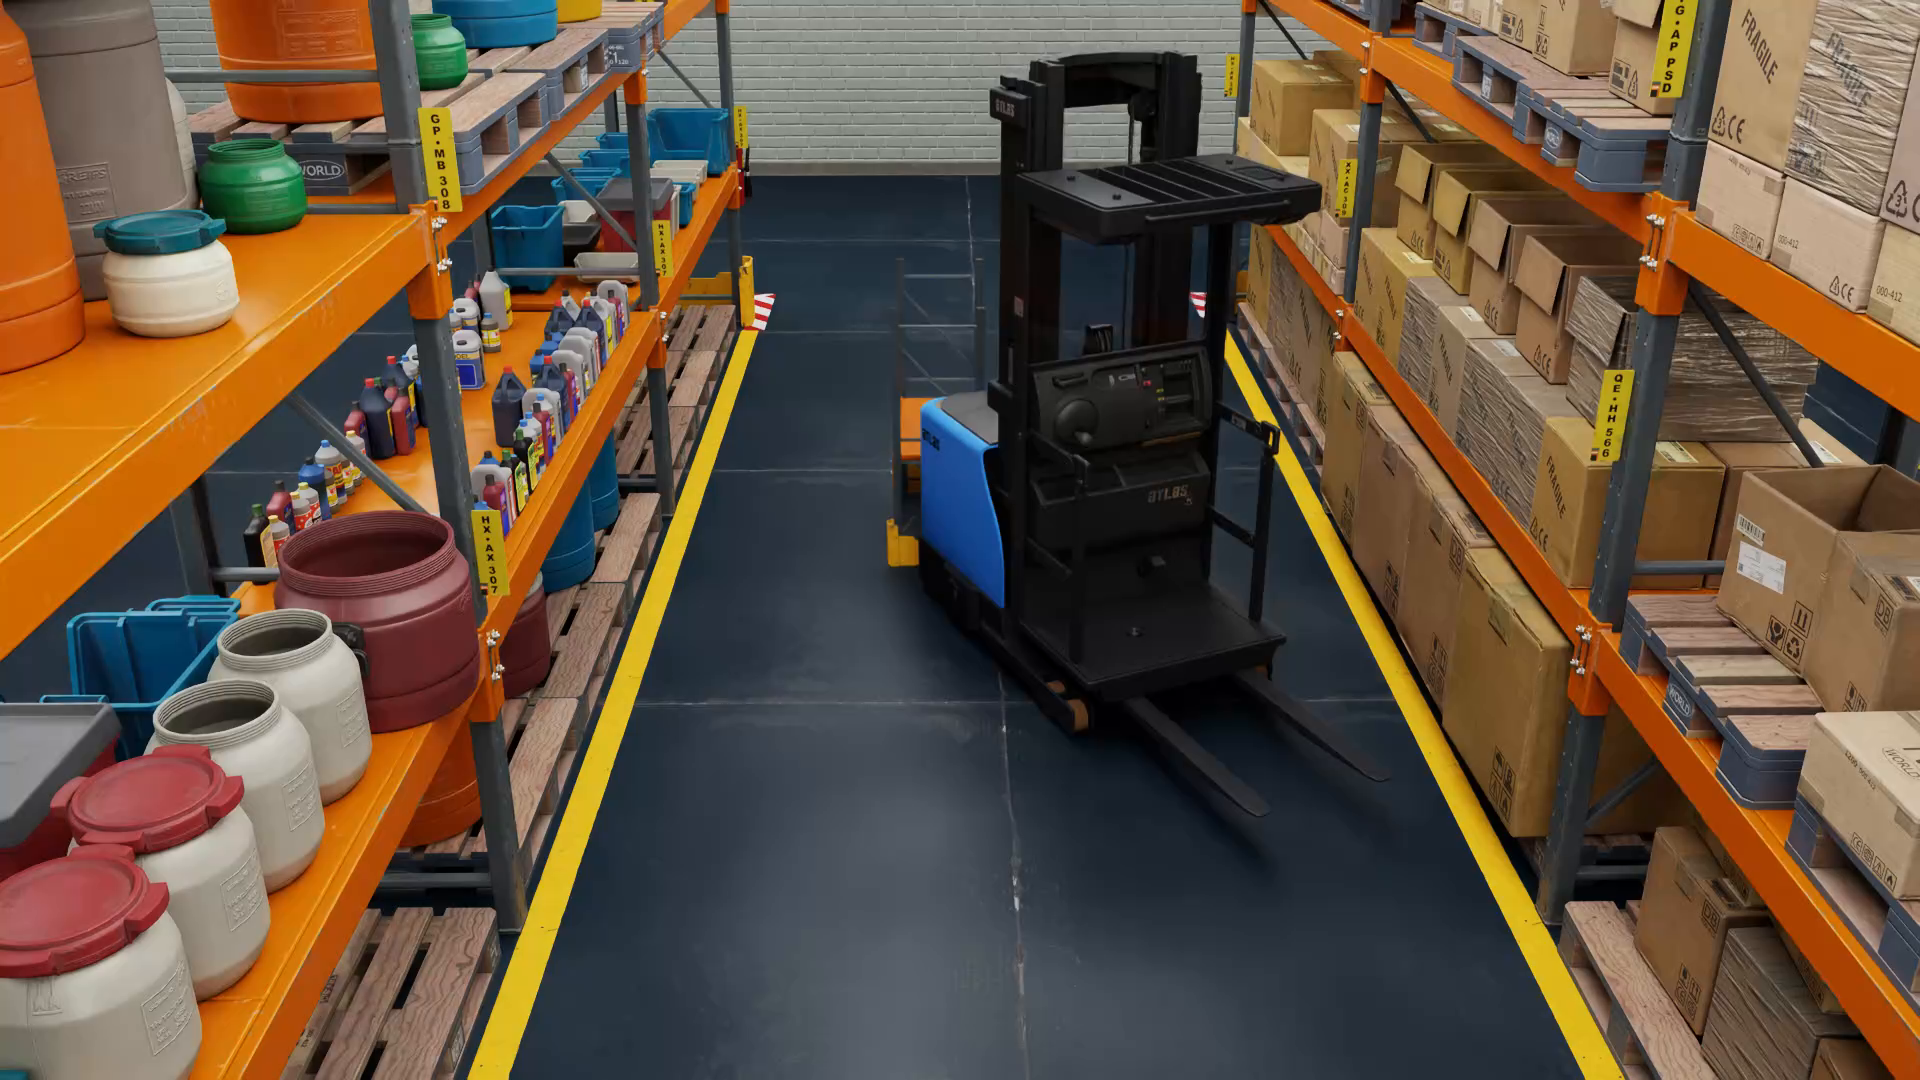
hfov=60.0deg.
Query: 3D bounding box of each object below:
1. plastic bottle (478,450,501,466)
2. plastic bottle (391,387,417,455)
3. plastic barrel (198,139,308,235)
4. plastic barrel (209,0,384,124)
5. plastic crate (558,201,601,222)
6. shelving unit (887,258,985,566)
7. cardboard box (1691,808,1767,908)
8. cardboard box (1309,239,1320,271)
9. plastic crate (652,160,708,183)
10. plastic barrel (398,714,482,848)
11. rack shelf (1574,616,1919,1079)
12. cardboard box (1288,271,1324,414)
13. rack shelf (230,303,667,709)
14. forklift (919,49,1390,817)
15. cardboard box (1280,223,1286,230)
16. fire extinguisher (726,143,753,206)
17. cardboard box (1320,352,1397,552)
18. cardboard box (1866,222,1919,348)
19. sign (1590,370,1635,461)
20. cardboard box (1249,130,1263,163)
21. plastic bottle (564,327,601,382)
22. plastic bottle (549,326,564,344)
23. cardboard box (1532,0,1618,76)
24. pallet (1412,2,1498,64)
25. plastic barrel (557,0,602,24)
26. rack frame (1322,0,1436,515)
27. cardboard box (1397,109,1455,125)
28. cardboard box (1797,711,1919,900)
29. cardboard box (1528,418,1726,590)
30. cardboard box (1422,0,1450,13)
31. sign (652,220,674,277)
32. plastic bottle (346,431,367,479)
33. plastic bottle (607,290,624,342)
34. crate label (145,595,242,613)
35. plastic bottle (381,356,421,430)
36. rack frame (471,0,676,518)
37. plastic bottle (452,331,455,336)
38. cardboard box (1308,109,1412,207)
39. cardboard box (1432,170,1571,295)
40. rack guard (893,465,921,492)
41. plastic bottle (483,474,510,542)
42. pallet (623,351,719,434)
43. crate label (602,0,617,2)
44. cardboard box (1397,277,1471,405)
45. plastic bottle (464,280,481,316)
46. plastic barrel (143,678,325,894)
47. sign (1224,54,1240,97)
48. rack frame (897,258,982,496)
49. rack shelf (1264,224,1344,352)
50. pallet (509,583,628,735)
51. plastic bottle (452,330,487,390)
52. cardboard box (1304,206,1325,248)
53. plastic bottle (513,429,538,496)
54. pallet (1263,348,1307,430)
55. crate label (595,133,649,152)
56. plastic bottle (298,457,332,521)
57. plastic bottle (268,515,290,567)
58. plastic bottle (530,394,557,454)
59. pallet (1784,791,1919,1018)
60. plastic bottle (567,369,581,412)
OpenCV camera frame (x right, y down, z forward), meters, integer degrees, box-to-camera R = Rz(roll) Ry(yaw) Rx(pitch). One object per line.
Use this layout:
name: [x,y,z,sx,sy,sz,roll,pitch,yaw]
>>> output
plastic bottle: [-1.911,-0.233,6.781,0.097,0.271,0.097,0,24,0]
plastic bottle: [-2.491,-0.533,7.430,0.061,0.283,0.133,0,24,-1]
plastic barrel: [-2.135,-1.068,5.020,0.294,0.245,0.294,0,24,0]
plastic barrel: [-2.192,-1.861,5.554,0.600,0.830,0.708,0,24,-1]
plastic crate: [-2.552,-2.145,11.100,0.293,0.136,0.466,0,24,-1]
shelving unit: [-0.119,-0.761,9.613,0.587,1.500,1.083,0,24,0]
cardboard box: [2.801,0.977,5.539,0.500,0.250,0.500,1,24,2]
cardboard box: [2.383,-1.766,10.319,0.380,0.149,0.250,-1,24,-1]
plastic crate: [-2.087,-2.742,12.420,0.396,0.136,0.243,0,24,-1]
plastic barrel: [-2.212,0.722,6.637,0.600,0.830,0.708,0,24,-1]
rack shelf: [2.785,1.256,4.206,1.077,0.370,4.000,0,24,-1]
cardboard box: [2.783,-1.410,11.297,0.875,0.875,0.875,0,24,-1]
rack shelf: [-2.211,-0.370,7.801,1.077,0.370,4.000,0,24,-1]
forklift: [0.862,-0.635,7.597,1.130,2.935,3.031,-11,27,-23]
cardboard box: [2.373,-2.188,11.253,0.380,0.149,0.250,0,24,0]
fire extinguisher: [-1.824,-3.029,13.354,0.296,0.674,0.183,0,24,-1]
cardboard box: [2.747,-0.504,9.292,1.225,0.875,0.875,0,24,0]
cardboard box: [2.534,-0.576,3.926,0.500,0.250,0.500,0,24,1]
sign: [2.208,-0.419,5.632,0.100,0.325,0.005,0,24,-1]
cardboard box: [2.424,-2.846,12.224,0.500,0.250,0.500,-1,24,-1]
plastic bottle: [-1.896,-0.946,8.352,0.152,0.276,0.135,0,24,-1]
plastic bottle: [-2.020,-0.936,8.335,0.097,0.271,0.097,0,24,0]
cardboard box: [2.587,-2.106,6.495,0.500,0.500,0.500,1,24,2]
pallet: [2.779,-2.446,8.110,0.805,0.209,1.217,-1,24,-3]
plastic barrel: [-2.020,-2.790,7.902,0.600,0.588,0.600,0,24,0]
rack frame: [2.720,-1.544,9.524,1.000,3.000,0.127,0,24,-1]
cardboard box: [2.973,-2.354,10.227,0.500,0.500,0.500,0,24,-1]
cardboard box: [2.552,0.673,4.295,0.500,0.250,0.500,-1,24,-2]
cardboard box: [2.510,-0.144,6.306,0.500,0.500,0.500,0,24,1]
cardboard box: [2.736,-2.909,8.270,0.700,0.500,0.500,0,24,1]
sign: [-1.683,-1.650,9.421,0.100,0.325,0.005,0,24,-1]
plastic bottle: [-2.613,-0.371,7.172,0.097,0.201,0.097,0,24,0]
plastic bottle: [-1.857,-1.213,8.933,0.061,0.283,0.133,0,24,-1]
crate label: [-2.559,0.378,5.477,0.303,0.233,0.416,0,24,-1]
plastic bottle: [-2.596,-0.684,7.681,0.144,0.351,0.185,0,24,-1]
rack frame: [-2.233,-1.522,9.475,1.000,3.000,0.127,0,24,-1]
plastic bottle: [-2.630,-1.000,8.562,0.097,0.201,0.097,0,24,0]
cardboard box: [2.446,-2.348,10.212,0.500,0.500,0.500,0,24,0]
cardboard box: [2.731,-1.501,8.089,0.797,0.503,0.637,0,24,0]
rack guard: [-0.120,-0.397,10.324,0.587,0.250,0.087,0,24,0]
plastic bottle: [-1.829,-0.136,6.552,0.061,0.283,0.133,0,24,-1]
pallet: [-2.296,-1.058,11.833,1.003,0.211,1.213,0,24,-1]
crate label: [-1.949,-2.971,9.360,0.293,0.136,0.466,0,24,-1]
cardboard box: [2.486,-0.986,8.168,0.500,0.500,0.500,-1,24,-2]
plastic bottle: [-2.654,-1.261,9.039,0.061,0.283,0.133,0,24,-1]
plastic barrel: [-1.960,0.672,4.488,0.421,0.512,0.421,0,24,0]
sign: [2.121,-3.623,12.973,0.100,0.325,0.005,0,24,-1]
rack frame: [-0.120,-0.967,10.068,0.500,1.500,0.032,0,24,0]
rack shelf: [2.698,-2.040,11.494,1.077,0.370,4.000,0,24,-1]
pallet: [-2.250,0.571,8.232,1.003,0.211,1.213,0,24,-1]
plastic bottle: [-2.447,-0.892,8.233,0.152,0.276,0.135,0,24,-1]
cardboard box: [2.444,-2.005,10.365,0.500,0.250,0.500,0,24,1]
plastic bottle: [-1.834,-0.341,7.006,0.061,0.283,0.133,0,24,-1]
pallet: [2.774,-1.091,11.906,1.003,0.211,1.213,0,24,-1]
crate label: [-2.603,-3.018,12.913,0.416,0.233,0.303,0,24,-1]
plastic bottle: [-2.608,-0.203,6.714,0.097,0.271,0.097,0,24,0]
plastic bottle: [-2.603,0.005,6.341,0.097,0.201,0.097,0,24,0]
plastic bottle: [-1.857,-0.518,7.412,0.097,0.271,0.097,0,24,0]
pallet: [2.826,1.007,4.116,1.003,0.211,1.213,0,24,-1]
plastic bottle: [-1.863,-0.713,7.928,0.097,0.201,0.097,0,24,0]
